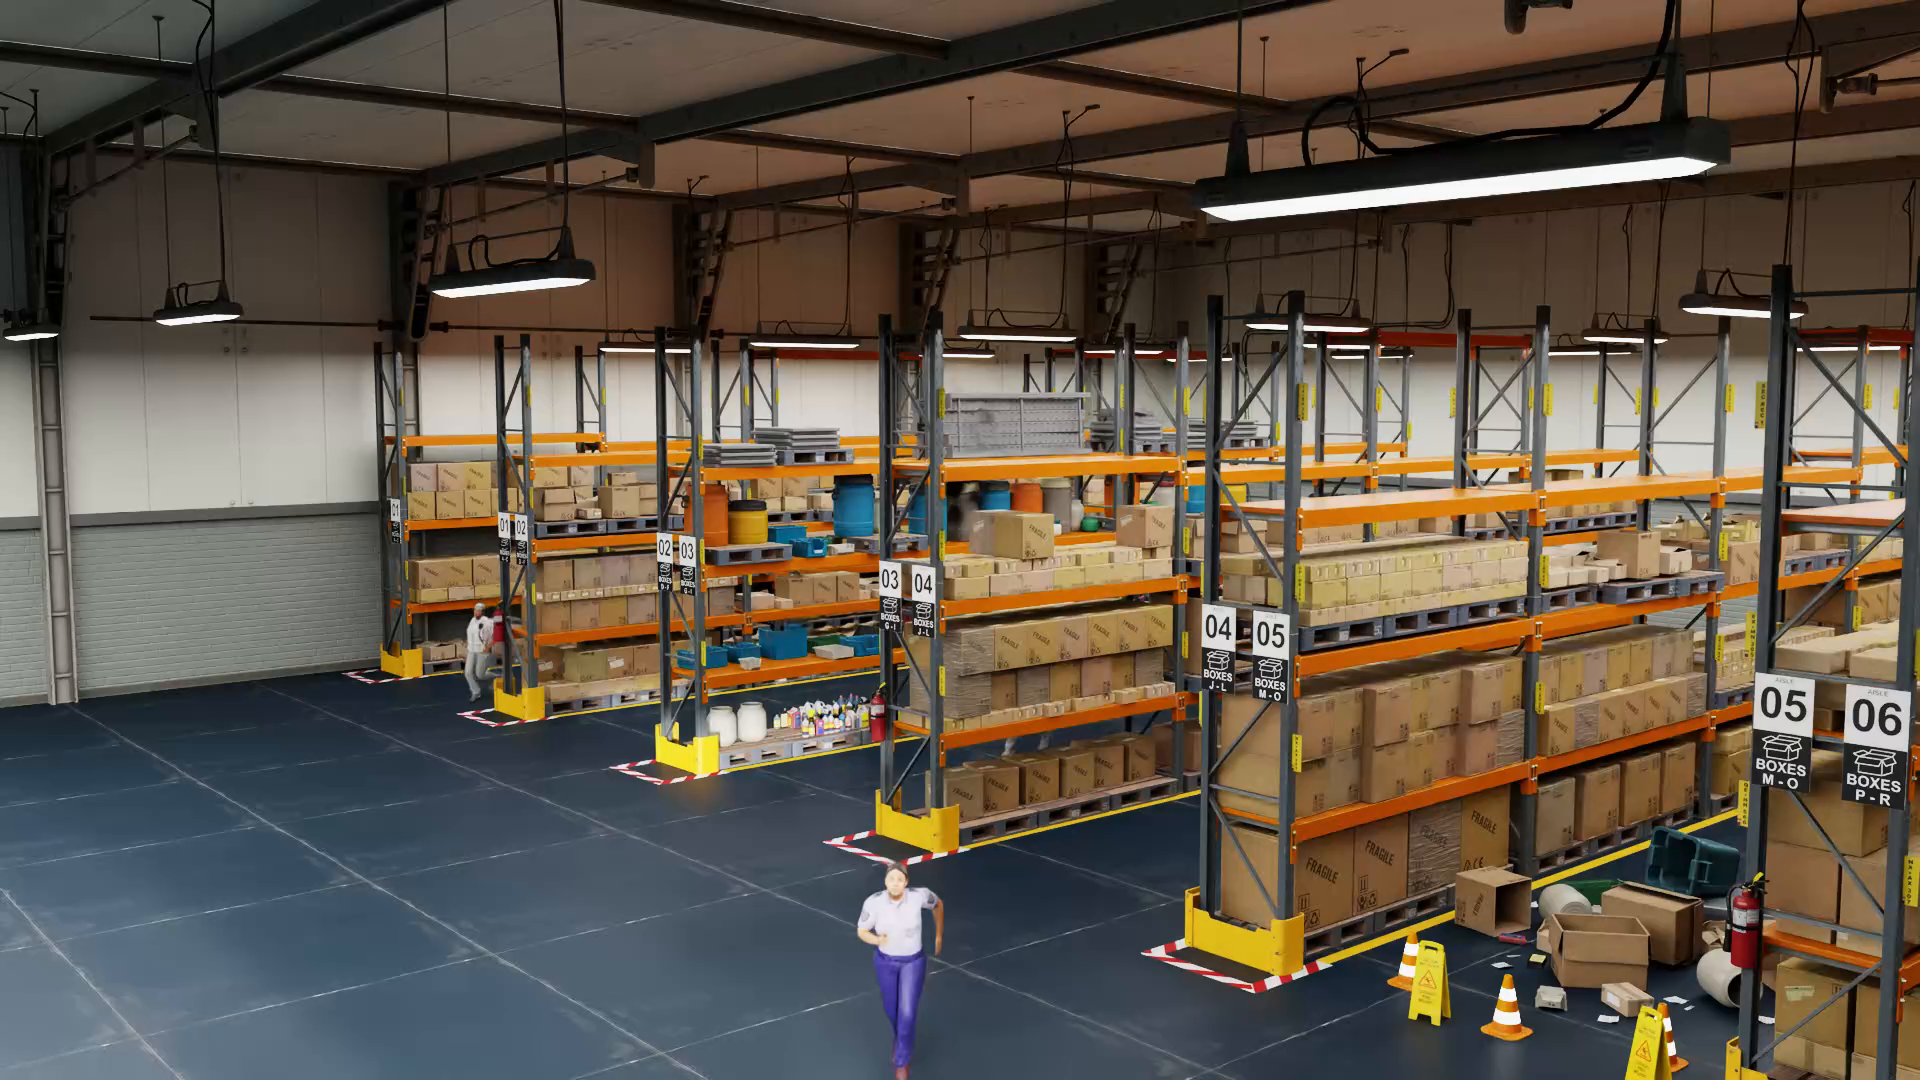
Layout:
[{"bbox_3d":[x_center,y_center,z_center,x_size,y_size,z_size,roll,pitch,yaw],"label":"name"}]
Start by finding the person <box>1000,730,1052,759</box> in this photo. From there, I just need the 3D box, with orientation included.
[{"bbox_3d":[0.930,2.136,23.317,0.693,1.778,0.946,4,7,40],"label":"person"}]

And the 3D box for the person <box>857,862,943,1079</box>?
[{"bbox_3d":[-0.448,3.225,12.529,0.626,1.682,0.830,0,5,3],"label":"person"}]

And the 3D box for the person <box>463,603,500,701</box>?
[{"bbox_3d":[-7.953,1.859,27.738,0.642,1.648,0.626,2,6,25],"label":"person"}]

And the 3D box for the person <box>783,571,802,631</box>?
[{"bbox_3d":[-3.140,1.402,31.937,0.833,1.705,0.608,-3,6,-33],"label":"person"}]
